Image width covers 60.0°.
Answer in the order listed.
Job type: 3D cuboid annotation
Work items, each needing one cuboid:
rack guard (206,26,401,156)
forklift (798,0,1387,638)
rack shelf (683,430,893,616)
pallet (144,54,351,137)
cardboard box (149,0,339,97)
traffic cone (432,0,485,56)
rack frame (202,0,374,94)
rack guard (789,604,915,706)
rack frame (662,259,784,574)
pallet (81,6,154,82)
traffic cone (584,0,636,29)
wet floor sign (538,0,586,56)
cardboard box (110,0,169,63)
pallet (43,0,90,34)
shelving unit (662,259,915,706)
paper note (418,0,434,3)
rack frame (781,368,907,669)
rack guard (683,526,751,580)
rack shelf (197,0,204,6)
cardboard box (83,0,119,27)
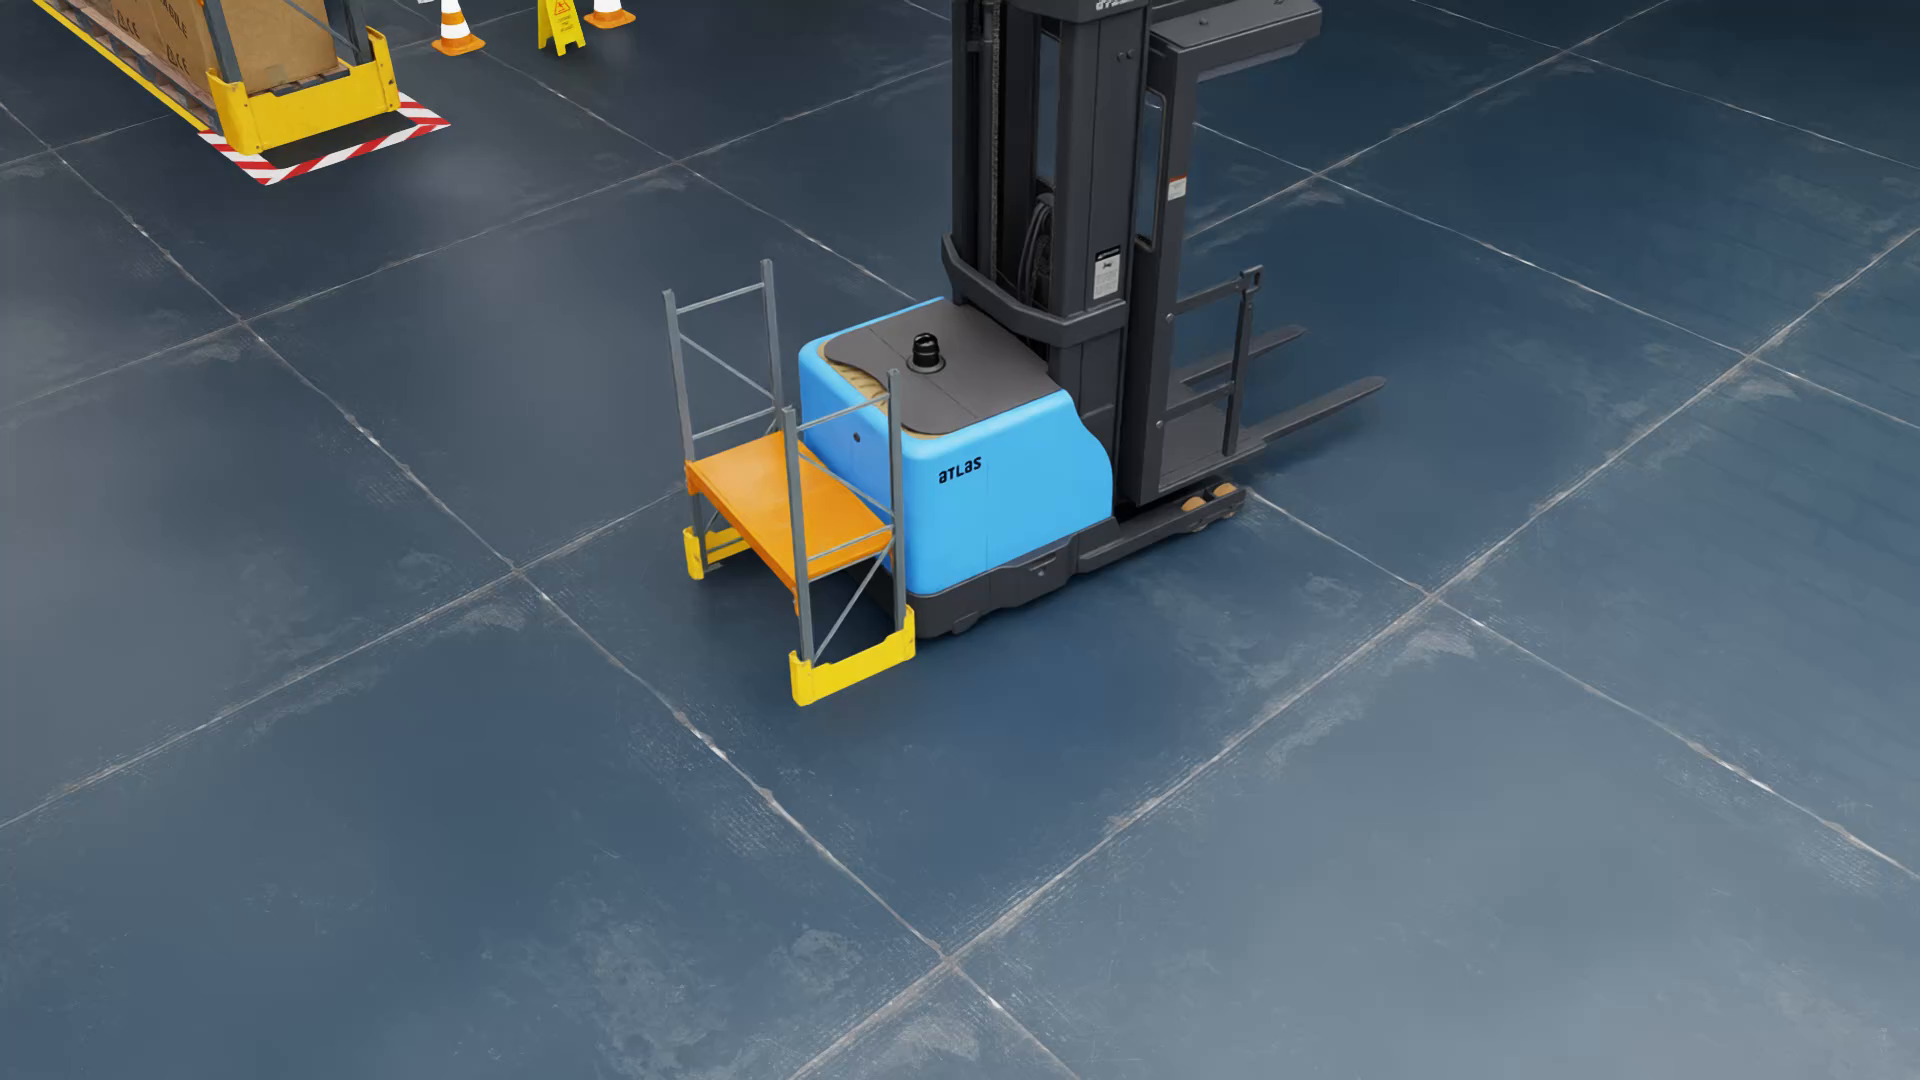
[{"bbox_3d":[-4.470,-3.083,11.377,1.175,0.500,0.348,-30,48,-32],"label":"rack guard"},{"bbox_3d":[0.778,-1.432,7.399,3.031,2.935,1.130,-23,44,-26],"label":"forklift"},{"bbox_3d":[-0.728,-0.109,7.185,0.538,0.185,1.000,-23,44,-25],"label":"rack shelf"},{"bbox_3d":[-5.084,-3.319,11.899,1.003,0.211,1.213,-30,48,-32],"label":"pallet"},{"bbox_3d":[-4.993,-3.689,11.495,0.875,0.875,0.875,-30,47,-32],"label":"cardboard box"},{"bbox_3d":[-3.799,-3.929,12.454,0.336,0.463,0.334,-30,48,-32],"label":"traffic cone"},{"bbox_3d":[-4.486,-4.067,10.606,1.000,3.000,0.127,-30,48,-32],"label":"rack frame"},{"bbox_3d":[-0.456,0.492,7.148,0.587,0.250,0.087,-23,44,-25],"label":"rack guard"},{"bbox_3d":[-1.009,-0.515,7.401,0.500,1.500,0.032,-23,44,-25],"label":"rack frame"},{"bbox_3d":[-5.905,-3.883,12.598,1.003,0.211,1.213,-30,48,-32],"label":"pallet"},{"bbox_3d":[-2.737,-4.252,12.854,0.336,0.463,0.334,-30,48,-32],"label":"traffic cone"},{"bbox_3d":[-3.008,-3.979,12.371,0.232,0.644,0.267,26,45,28],"label":"wet floor sign"},{"bbox_3d":[-5.590,-4.095,11.998,0.875,0.875,0.875,-31,48,-32],"label":"cardboard box"},{"bbox_3d":[-6.735,-4.448,13.297,1.003,0.211,1.213,-30,48,-32],"label":"pallet"},{"bbox_3d":[-0.733,-0.254,7.078,0.587,1.500,1.083,-23,44,-25],"label":"shelving unit"},{"bbox_3d":[-4.268,-4.339,13.307,0.144,0.017,0.142,-15,41,-17],"label":"paper note"},{"bbox_3d":[-0.446,0.017,6.743,0.500,1.500,0.032,-23,44,-25],"label":"rack frame"},{"bbox_3d":[-1.008,-0.029,7.794,0.587,0.250,0.087,-23,44,-25],"label":"rack guard"},{"bbox_3d":[-5.839,-4.712,11.978,1.077,0.370,4.000,-30,48,-32],"label":"rack shelf"},{"bbox_3d":[-6.205,-4.518,12.522,0.875,0.875,0.875,-30,47,-31],"label":"cardboard box"}]
